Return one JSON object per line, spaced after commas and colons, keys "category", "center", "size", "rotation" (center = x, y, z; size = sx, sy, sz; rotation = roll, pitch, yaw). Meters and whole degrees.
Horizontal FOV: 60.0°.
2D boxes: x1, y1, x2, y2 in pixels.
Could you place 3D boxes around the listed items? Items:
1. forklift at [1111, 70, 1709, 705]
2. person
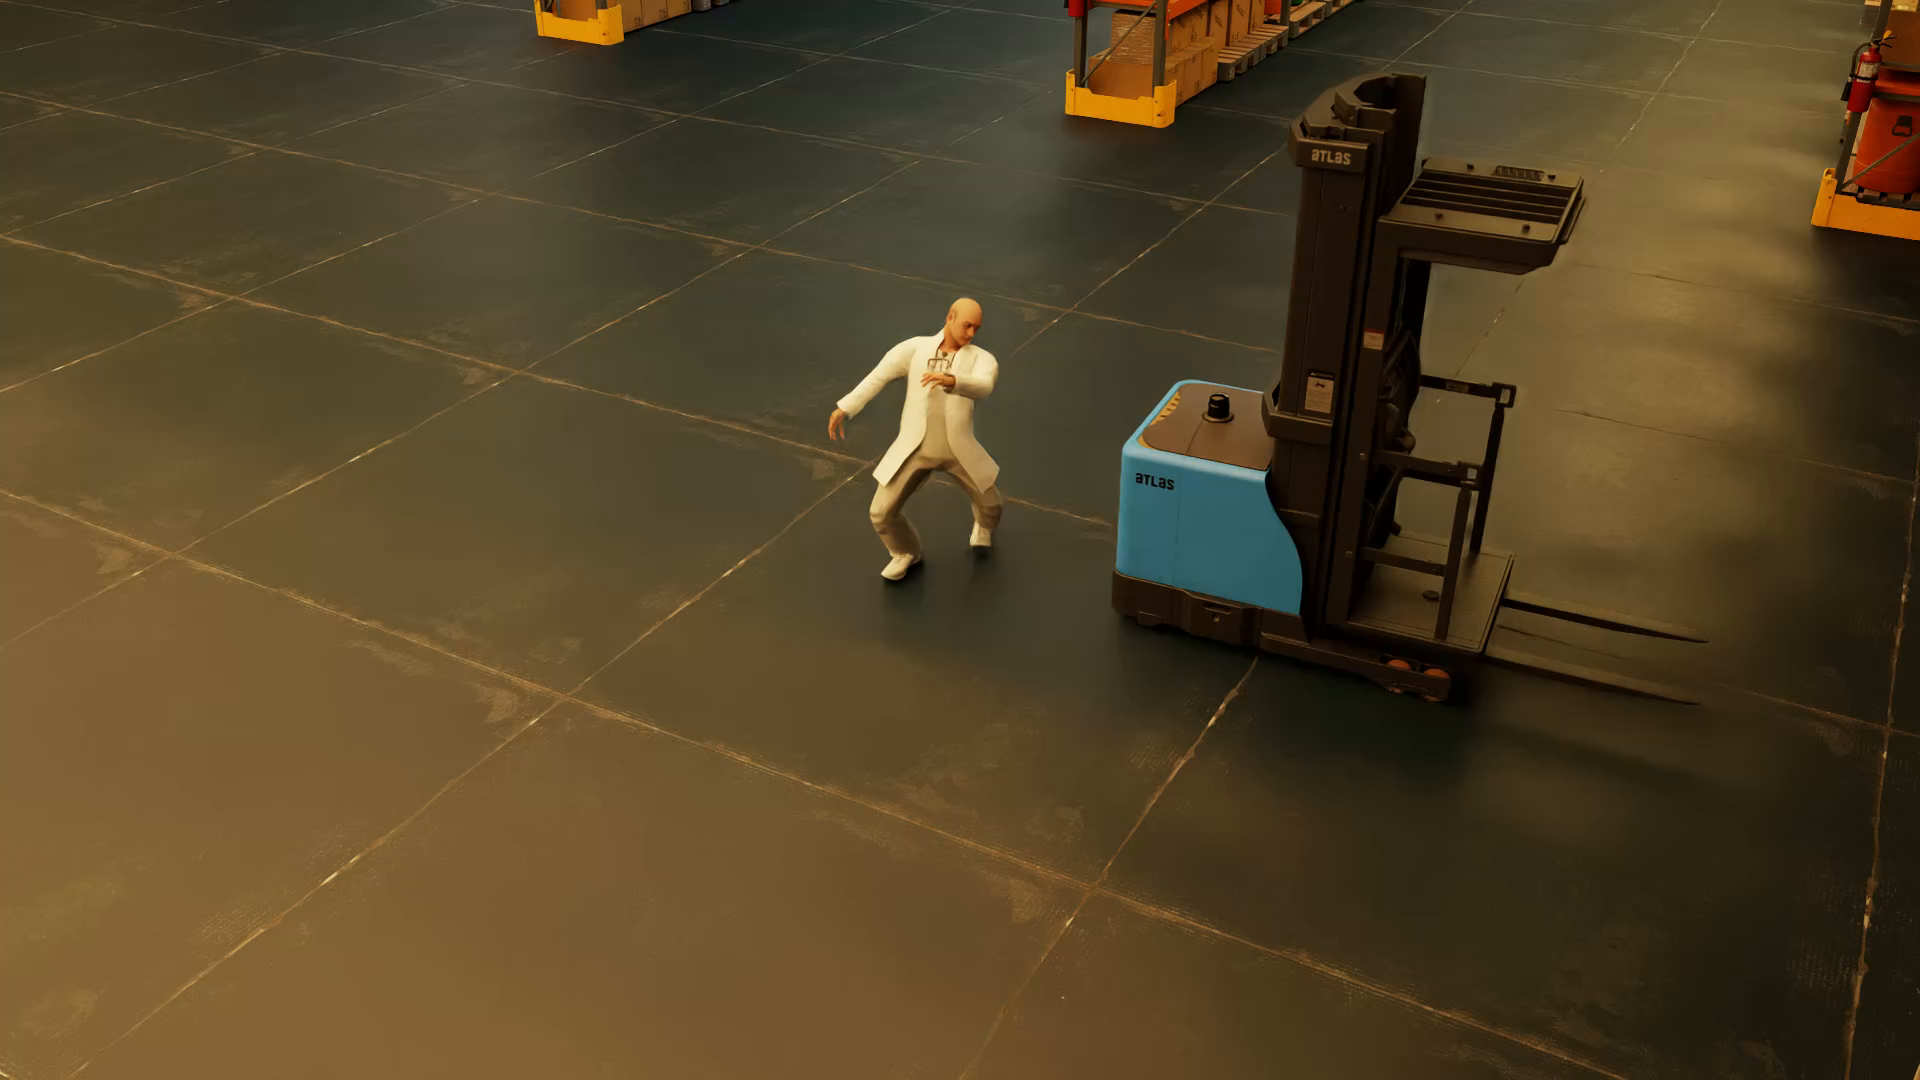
{"category": "forklift", "center": [2.400, -0.741, 8.354], "size": [3.031, 2.935, 1.130], "rotation": [13, 32, 21]}
{"category": "person", "center": [-0.240, -0.513, 9.300], "size": [0.977, 1.563, 0.898], "rotation": [-1, 30, -2]}
